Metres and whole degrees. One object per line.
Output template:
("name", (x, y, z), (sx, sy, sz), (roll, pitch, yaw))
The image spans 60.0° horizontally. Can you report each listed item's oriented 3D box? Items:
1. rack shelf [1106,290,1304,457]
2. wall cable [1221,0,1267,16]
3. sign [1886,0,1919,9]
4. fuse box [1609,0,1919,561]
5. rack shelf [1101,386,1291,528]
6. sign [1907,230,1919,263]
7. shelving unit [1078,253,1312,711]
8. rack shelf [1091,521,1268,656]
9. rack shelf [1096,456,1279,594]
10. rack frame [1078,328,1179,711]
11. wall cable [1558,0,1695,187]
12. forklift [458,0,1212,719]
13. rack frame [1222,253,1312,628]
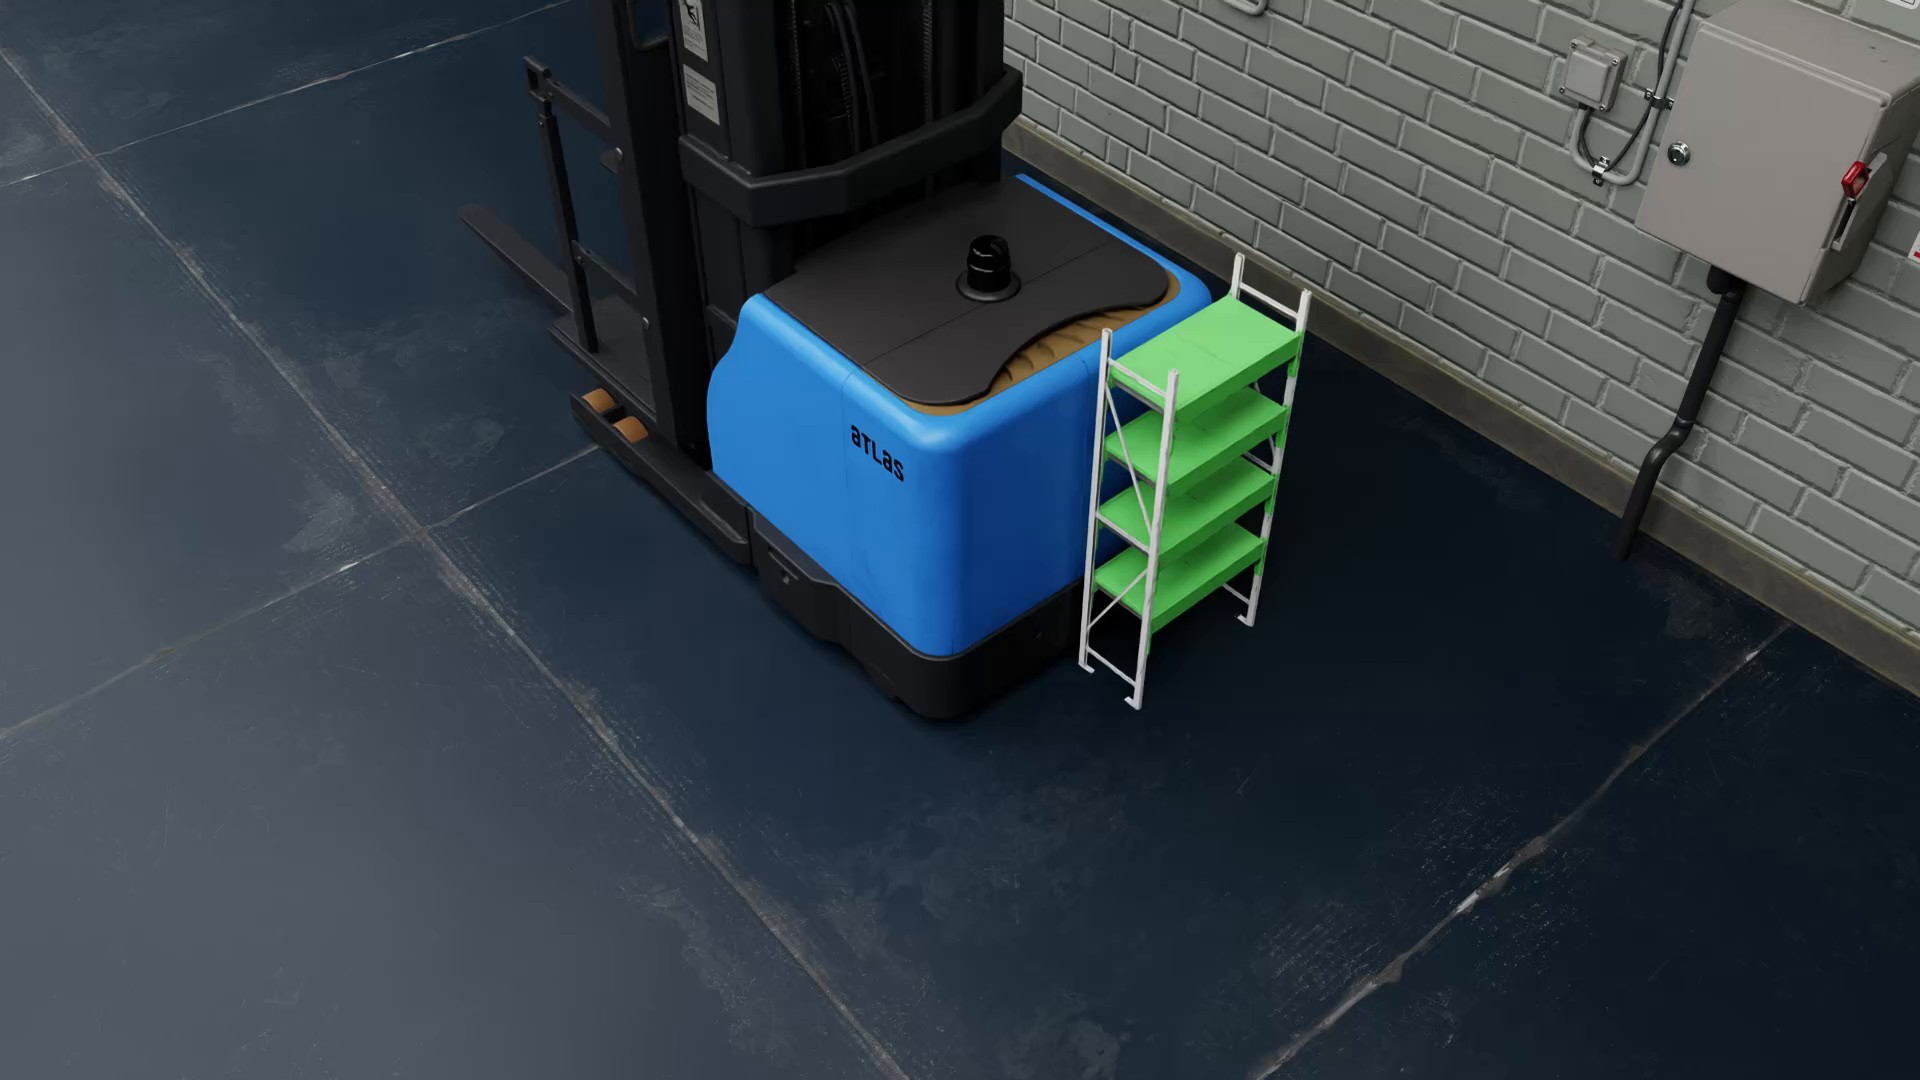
("rack shelf", (0.613, -0.431, 4.224), (0.480, 0.148, 0.258), (-32, 52, -29))
("wall cable", (0.820, -2.570, 5.030), (0.123, 1.953, 0.585), (-30, 51, -28))
("sign", (2.179, -1.442, 3.991), (0.001, 0.242, 0.339), (-30, 51, -28))
("fuse box", (2.056, -0.551, 4.587), (0.414, 1.711, 0.539), (-30, 51, -28))
("rack shelf", (0.613, -0.256, 4.389), (0.480, 0.148, 0.258), (-32, 52, -29))
("sign", (2.532, -0.818, 3.999), (0.001, 0.494, 0.329), (-30, 51, -28))
("shelving unit", (0.613, -0.127, 4.509), (0.503, 1.200, 0.258), (-32, 52, -29))
("rack shelf", (0.613, 0.094, 4.717), (0.480, 0.148, 0.258), (-32, 52, -29))
("rack shelf", (0.613, -0.081, 4.553), (0.480, 0.148, 0.258), (-32, 52, -29))
("rack frame", (0.432, -0.016, 4.390), (0.015, 1.200, 0.240), (-32, 52, -29))
("wall cable", (1.739, -1.819, 4.253), (0.122, 1.984, 0.588), (-30, 51, -28))
("forklift", (-0.650, -1.510, 4.717), (1.130, 2.935, 3.031), (-30, 51, -28))
("rack frame", (0.795, -0.239, 4.628), (0.015, 1.200, 0.240), (-32, 52, -29))
